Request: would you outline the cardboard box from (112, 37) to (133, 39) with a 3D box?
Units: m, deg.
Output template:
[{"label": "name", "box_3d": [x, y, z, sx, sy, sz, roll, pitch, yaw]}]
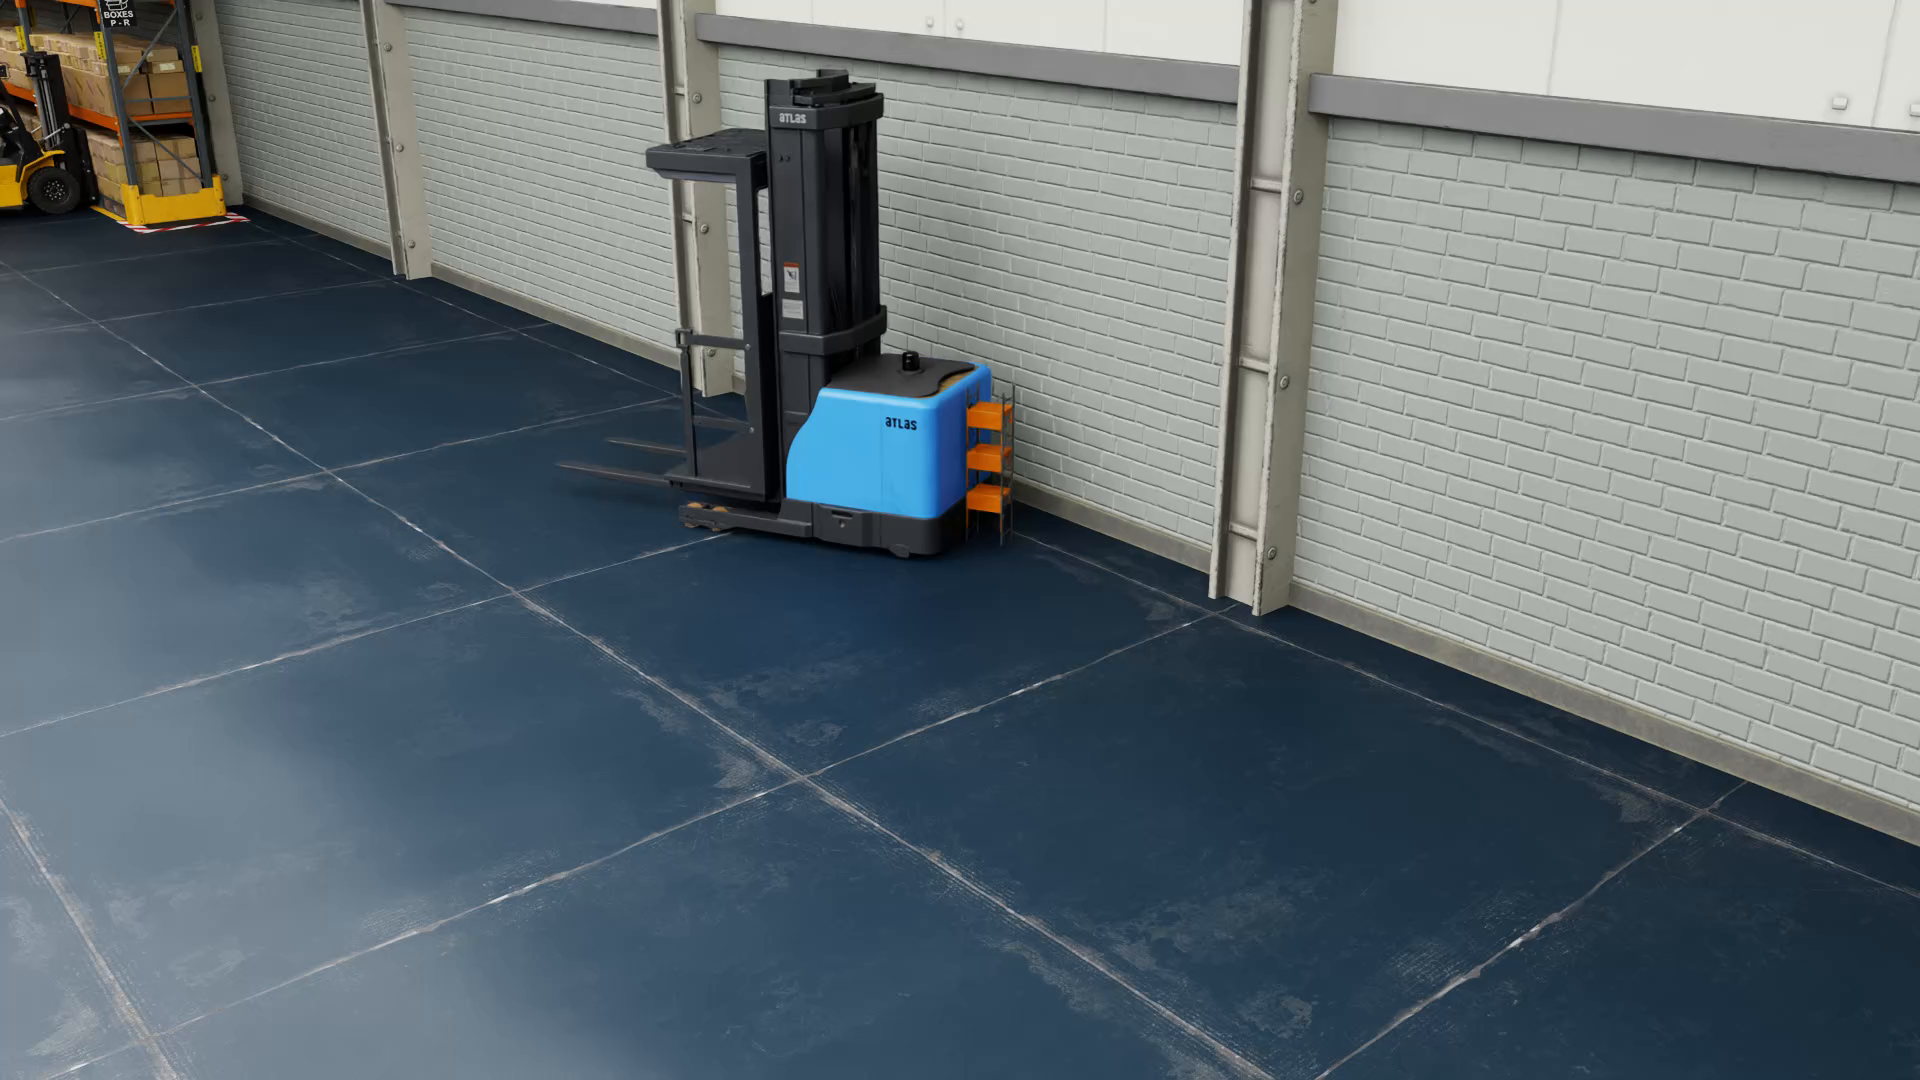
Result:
[{"label": "cardboard box", "box_3d": [-11.588, -6.817, 22.841, 0.380, 0.149, 0.250, -18, 28, -38]}]

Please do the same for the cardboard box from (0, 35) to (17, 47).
[{"label": "cardboard box", "box_3d": [-14.316, -7.498, 24.989, 0.380, 0.149, 0.250, -18, 28, -39]}]

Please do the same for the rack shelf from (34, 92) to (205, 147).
[{"label": "rack shelf", "box_3d": [-11.531, -5.820, 22.717, 1.077, 0.370, 4.000, -17, 27, -37]}]

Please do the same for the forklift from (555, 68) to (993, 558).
[{"label": "forklift", "box_3d": [-1.342, -1.585, 11.011, 3.031, 2.935, 1.130, 9, 23, 22]}]

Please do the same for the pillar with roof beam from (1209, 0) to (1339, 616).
[{"label": "pillar with roof beam", "box_3d": [-1.509, -2.805, 5.806, 9.100, 9.000, 0.400, -17, 27, -37]}]

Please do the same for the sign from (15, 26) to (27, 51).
[{"label": "sign", "box_3d": [-13.241, -7.078, 23.463, 0.100, 0.325, 0.005, -17, 27, -37]}]

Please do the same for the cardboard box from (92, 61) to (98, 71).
[{"label": "cardboard box", "box_3d": [-10.976, -6.130, 21.495, 0.380, 0.149, 0.250, -17, 27, -36]}]

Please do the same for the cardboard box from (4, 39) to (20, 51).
[{"label": "cardboard box", "box_3d": [-13.802, -7.286, 24.446, 0.380, 0.149, 0.250, -19, 28, -39]}]

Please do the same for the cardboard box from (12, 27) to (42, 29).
[{"label": "cardboard box", "box_3d": [-14.826, -8.074, 26.458, 0.380, 0.149, 0.250, -17, 27, -36]}]

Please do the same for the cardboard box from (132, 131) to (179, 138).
[{"label": "cardboard box", "box_3d": [-10.725, -5.298, 22.221, 0.500, 0.250, 0.500, -17, 27, -37]}]

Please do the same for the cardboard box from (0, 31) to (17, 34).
[{"label": "cardboard box", "box_3d": [-14.733, -7.733, 25.588, 0.380, 0.149, 0.250, -17, 27, -37]}]

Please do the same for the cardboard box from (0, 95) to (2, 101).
[{"label": "cardboard box", "box_3d": [-15.962, -7.222, 27.273, 0.380, 0.149, 0.250, -19, 28, -40]}]

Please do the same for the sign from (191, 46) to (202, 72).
[{"label": "sign", "box_3d": [-9.801, -6.173, 21.335, 0.100, 0.325, 0.005, -17, 27, -37]}]

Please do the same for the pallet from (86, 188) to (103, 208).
[{"label": "pallet", "box_3d": [-11.549, -4.842, 23.057, 1.003, 0.211, 1.213, -17, 27, -37]}]

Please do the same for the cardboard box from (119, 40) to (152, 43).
[{"label": "cardboard box", "box_3d": [-11.049, -6.618, 22.333, 0.380, 0.149, 0.250, -18, 28, -39]}]

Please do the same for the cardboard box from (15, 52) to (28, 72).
[{"label": "cardboard box", "box_3d": [-13.351, -6.945, 24.123, 0.500, 0.250, 0.500, -18, 28, -39]}]

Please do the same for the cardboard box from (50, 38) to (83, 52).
[{"label": "cardboard box", "box_3d": [-12.161, -6.756, 22.685, 0.380, 0.149, 0.250, -18, 28, -38]}]

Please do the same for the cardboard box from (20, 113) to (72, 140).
[{"label": "cardboard box", "box_3d": [-13.686, -6.155, 25.266, 0.875, 0.625, 0.625, -18, 28, -38]}]

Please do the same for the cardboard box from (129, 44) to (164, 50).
[{"label": "cardboard box", "box_3d": [-10.611, -6.383, 21.733, 0.380, 0.149, 0.250, -17, 27, -36]}]

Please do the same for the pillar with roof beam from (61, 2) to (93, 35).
[{"label": "pillar with roof beam", "box_3d": [-17.175, -9.435, 22.735, 9.100, 9.000, 0.400, -17, 27, -37]}]

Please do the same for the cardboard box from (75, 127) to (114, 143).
[{"label": "cardboard box", "box_3d": [-11.762, -5.455, 22.621, 0.500, 0.250, 0.500, -18, 28, -38]}]

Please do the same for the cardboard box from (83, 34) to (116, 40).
[{"label": "cardboard box", "box_3d": [-12.084, -7.029, 23.383, 0.380, 0.149, 0.250, -18, 28, -38]}]

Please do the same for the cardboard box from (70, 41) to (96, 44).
[{"label": "cardboard box", "box_3d": [-11.625, -6.561, 22.187, 0.380, 0.149, 0.250, -17, 27, -37]}]

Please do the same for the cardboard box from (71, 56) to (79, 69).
[{"label": "cardboard box", "box_3d": [-11.520, -6.329, 22.002, 0.380, 0.149, 0.250, -17, 27, -37]}]

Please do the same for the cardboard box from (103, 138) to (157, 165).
[{"label": "cardboard box", "box_3d": [-10.762, -5.036, 21.552, 0.500, 0.250, 0.500, -16, 27, -36]}]

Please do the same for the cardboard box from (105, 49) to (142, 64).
[{"label": "cardboard box", "box_3d": [-10.619, -6.138, 21.108, 0.380, 0.149, 0.250, -17, 27, -37]}]

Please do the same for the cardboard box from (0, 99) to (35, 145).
[{"label": "cardboard box", "box_3d": [-15.051, -6.727, 26.726, 0.875, 0.625, 0.625, -16, 27, -36]}]

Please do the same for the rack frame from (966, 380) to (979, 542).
[{"label": "rack frame", "box_3d": [0.083, -0.508, 10.841, 0.008, 1.050, 0.200, 9, 23, 21]}]

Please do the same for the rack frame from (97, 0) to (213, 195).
[{"label": "rack frame", "box_3d": [-10.226, -5.602, 21.175, 1.000, 3.000, 0.127, -17, 27, -37]}]

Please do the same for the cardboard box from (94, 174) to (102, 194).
[{"label": "cardboard box", "box_3d": [-11.409, -4.852, 22.454, 0.500, 0.250, 0.500, -17, 27, -37]}]

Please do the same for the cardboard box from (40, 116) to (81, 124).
[{"label": "cardboard box", "box_3d": [-12.759, -5.880, 23.707, 0.500, 0.250, 0.500, -18, 28, -38]}]

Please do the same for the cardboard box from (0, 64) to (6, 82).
[{"label": "cardboard box", "box_3d": [-14.340, -7.137, 25.300, 0.500, 0.250, 0.500, -16, 27, -36]}]

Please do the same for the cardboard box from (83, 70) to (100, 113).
[{"label": "cardboard box", "box_3d": [-11.077, -5.868, 21.716, 0.500, 0.500, 0.500, -16, 27, -36]}]

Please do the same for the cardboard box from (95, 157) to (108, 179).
[{"label": "cardboard box", "box_3d": [-11.099, -4.952, 22.022, 0.500, 0.250, 0.500, -18, 28, -38]}]

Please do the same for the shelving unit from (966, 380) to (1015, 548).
[{"label": "shelving unit", "box_3d": [0.195, -0.491, 10.797, 0.252, 1.050, 0.215, 9, 23, 21]}]

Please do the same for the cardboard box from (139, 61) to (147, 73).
[{"label": "cardboard box", "box_3d": [-10.460, -6.159, 21.570, 0.380, 0.149, 0.250, -17, 27, -37]}]

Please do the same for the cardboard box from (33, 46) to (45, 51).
[{"label": "cardboard box", "box_3d": [-12.828, -6.905, 23.475, 0.380, 0.149, 0.250, -18, 28, -38]}]

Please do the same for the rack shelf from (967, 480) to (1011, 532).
[{"label": "rack shelf", "box_3d": [0.195, -0.222, 10.902, 0.240, 0.259, 0.215, 9, 23, 21]}]

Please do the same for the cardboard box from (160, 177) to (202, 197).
[{"label": "cardboard box", "box_3d": [-10.398, -4.700, 22.065, 0.500, 0.250, 0.500, -17, 27, -37]}]

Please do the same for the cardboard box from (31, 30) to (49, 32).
[{"label": "cardboard box", "box_3d": [-14.379, -7.846, 25.876, 0.380, 0.149, 0.250, -18, 27, -38]}]

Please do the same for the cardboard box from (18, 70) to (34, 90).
[{"label": "cardboard box", "box_3d": [-13.364, -6.715, 24.220, 0.500, 0.250, 0.500, -17, 27, -36]}]

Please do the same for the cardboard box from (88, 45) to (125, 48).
[{"label": "cardboard box", "box_3d": [-11.101, -6.351, 21.652, 0.380, 0.149, 0.250, -17, 27, -37]}]

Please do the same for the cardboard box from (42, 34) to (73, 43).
[{"label": "cardboard box", "box_3d": [-12.601, -6.989, 23.281, 0.380, 0.149, 0.250, -17, 27, -37]}]

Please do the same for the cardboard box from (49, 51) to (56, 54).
[{"label": "cardboard box", "box_3d": [-12.191, -6.610, 22.721, 0.380, 0.149, 0.250, -18, 28, -38]}]
